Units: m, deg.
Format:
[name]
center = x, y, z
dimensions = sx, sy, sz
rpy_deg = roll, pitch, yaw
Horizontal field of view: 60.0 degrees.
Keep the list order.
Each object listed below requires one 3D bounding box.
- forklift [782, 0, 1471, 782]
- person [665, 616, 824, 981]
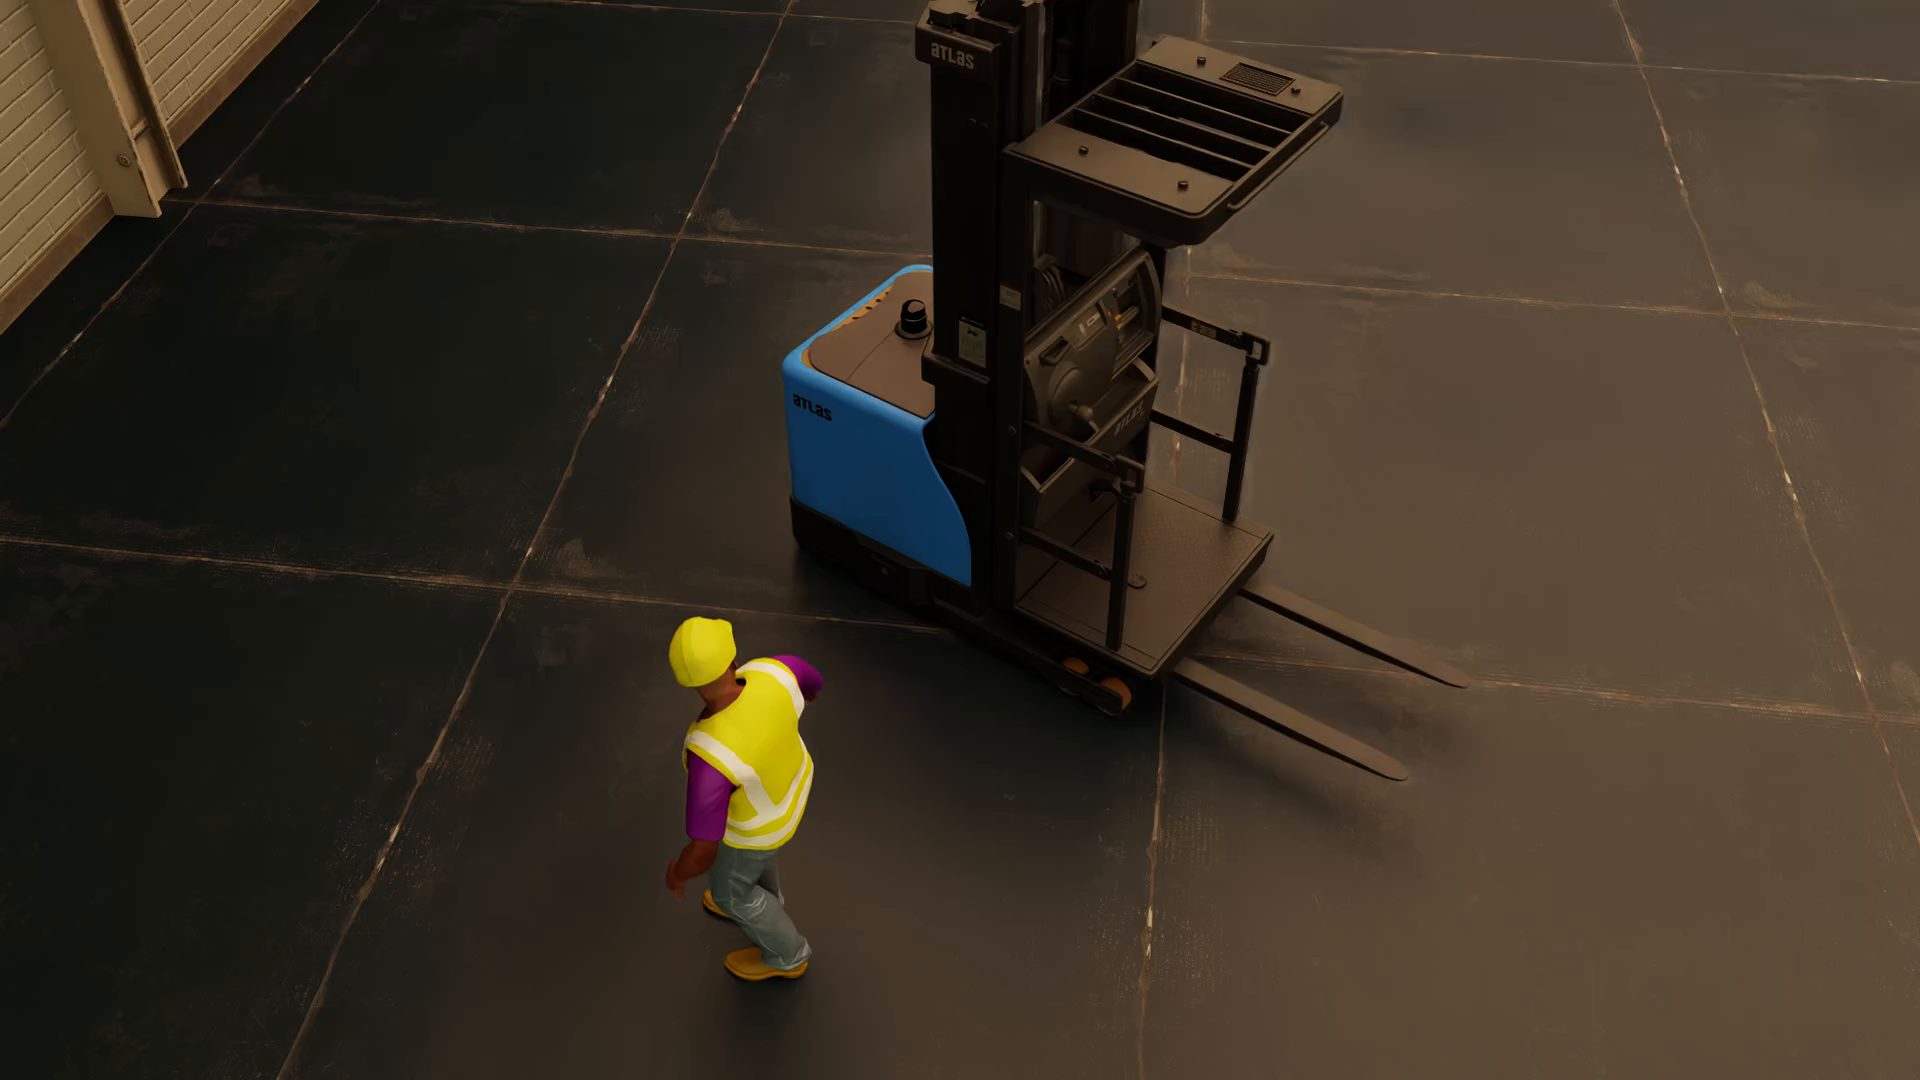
[forklift]
center = 0.706, -0.747, 6.538
dimensions = 3.031, 2.935, 1.130
rpy_deg = 26, 49, 25
[person]
center = -0.781, 0.896, 5.636
dimensions = 0.511, 1.734, 0.777
rpy_deg = 11, 44, 12
